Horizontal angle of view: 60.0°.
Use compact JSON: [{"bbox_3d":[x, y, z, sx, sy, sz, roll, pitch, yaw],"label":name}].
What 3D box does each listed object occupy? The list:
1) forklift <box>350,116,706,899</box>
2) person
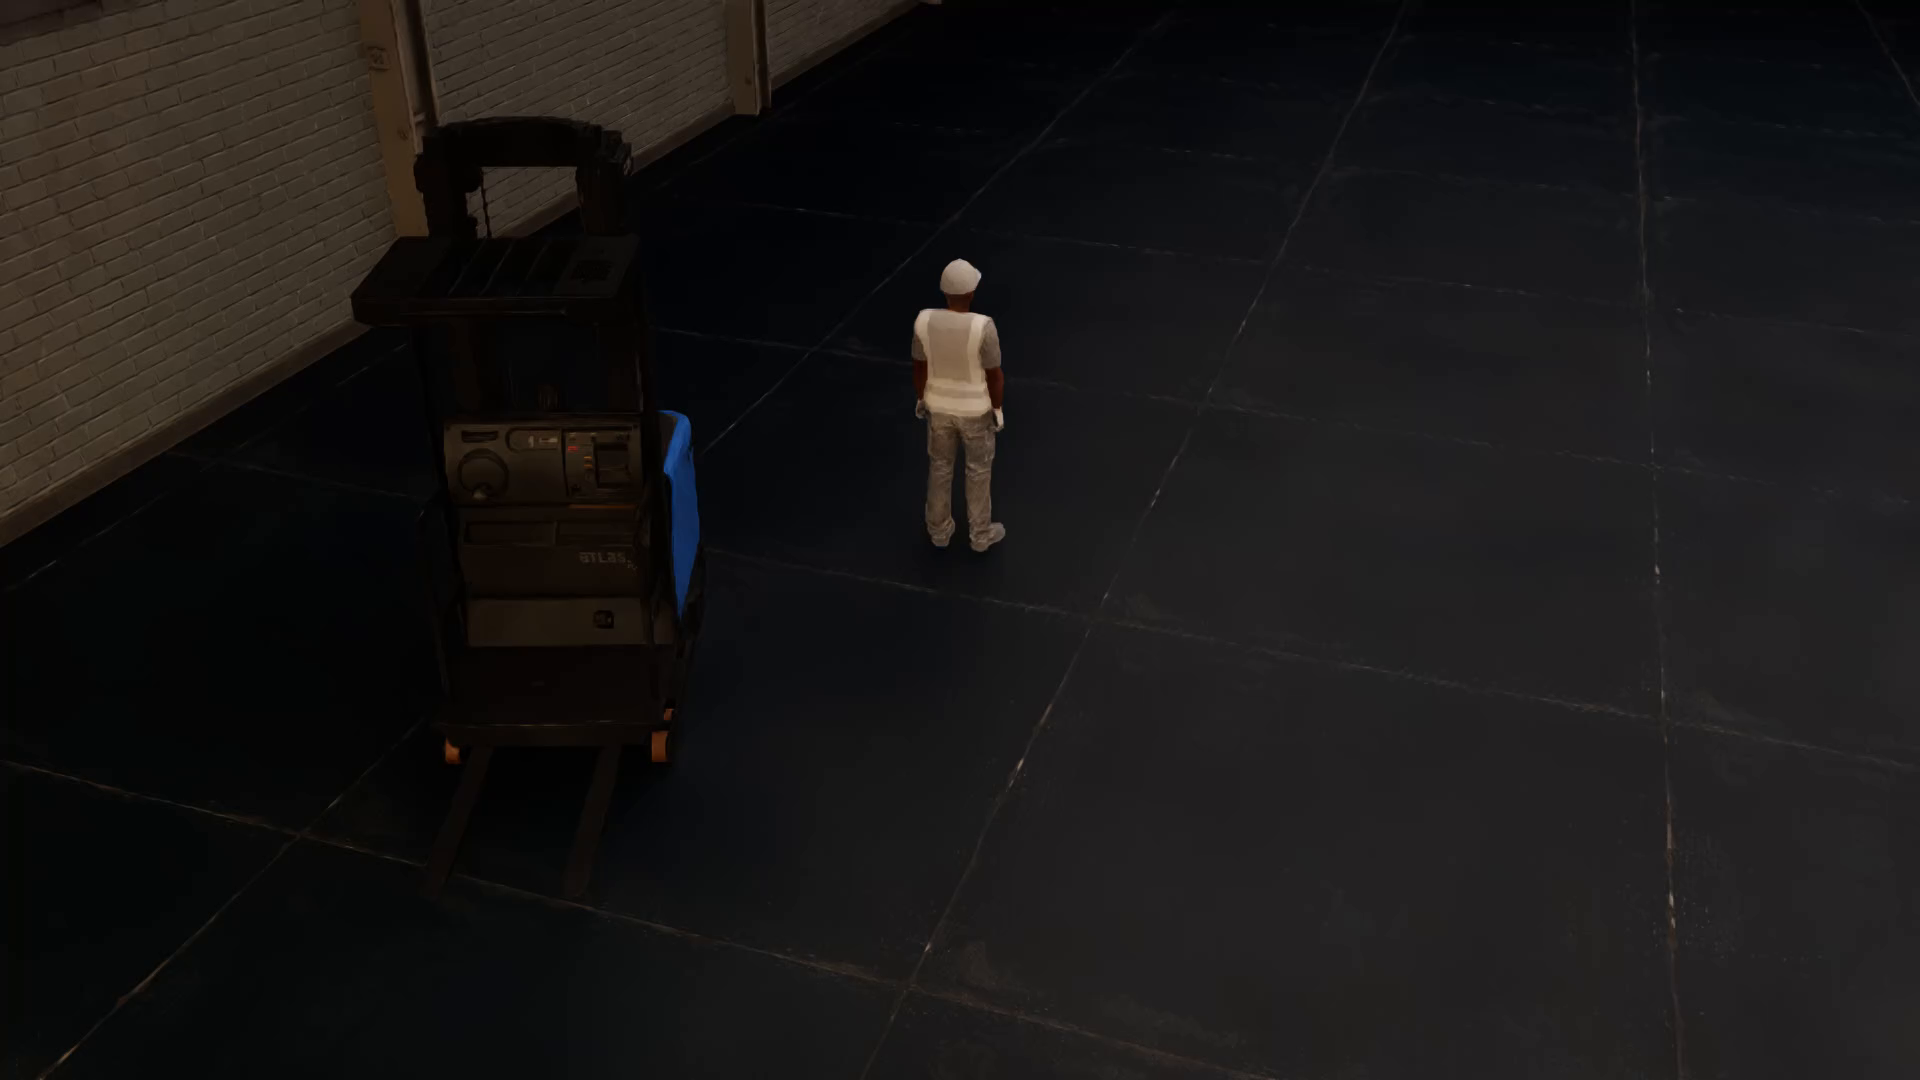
[{"bbox_3d":[-1.969,-0.326,7.708,1.130,2.935,3.031,-1,30,-1],"label":"forklift"},{"bbox_3d":[0.003,-0.783,9.665,0.546,1.790,0.365,10,31,16],"label":"person"}]
